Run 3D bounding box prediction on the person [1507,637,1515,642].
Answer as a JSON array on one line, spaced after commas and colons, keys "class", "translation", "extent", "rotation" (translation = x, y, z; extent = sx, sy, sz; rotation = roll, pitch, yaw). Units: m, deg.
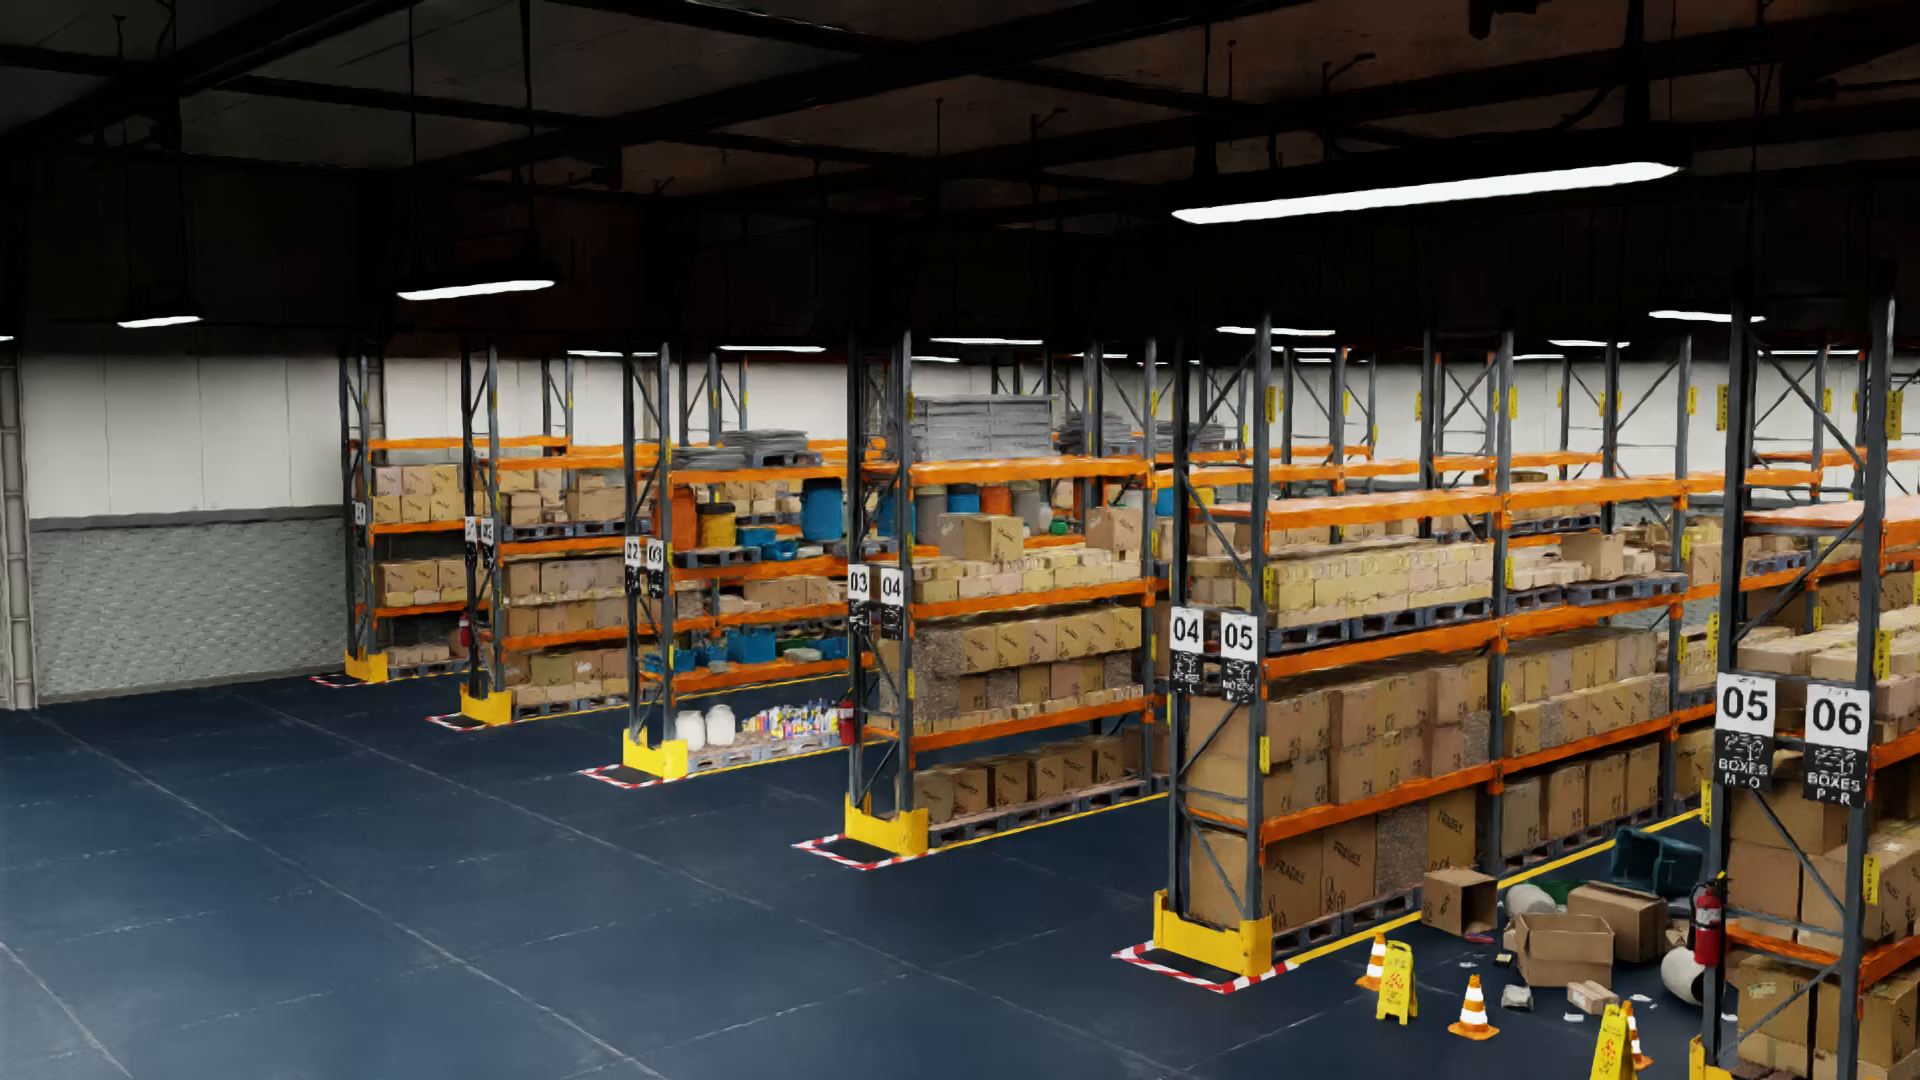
[{"class": "person", "translation": [7.943, 2.190, 24.097], "extent": [0.997, 1.624, 0.502], "rotation": [-5, 7, -43]}]
